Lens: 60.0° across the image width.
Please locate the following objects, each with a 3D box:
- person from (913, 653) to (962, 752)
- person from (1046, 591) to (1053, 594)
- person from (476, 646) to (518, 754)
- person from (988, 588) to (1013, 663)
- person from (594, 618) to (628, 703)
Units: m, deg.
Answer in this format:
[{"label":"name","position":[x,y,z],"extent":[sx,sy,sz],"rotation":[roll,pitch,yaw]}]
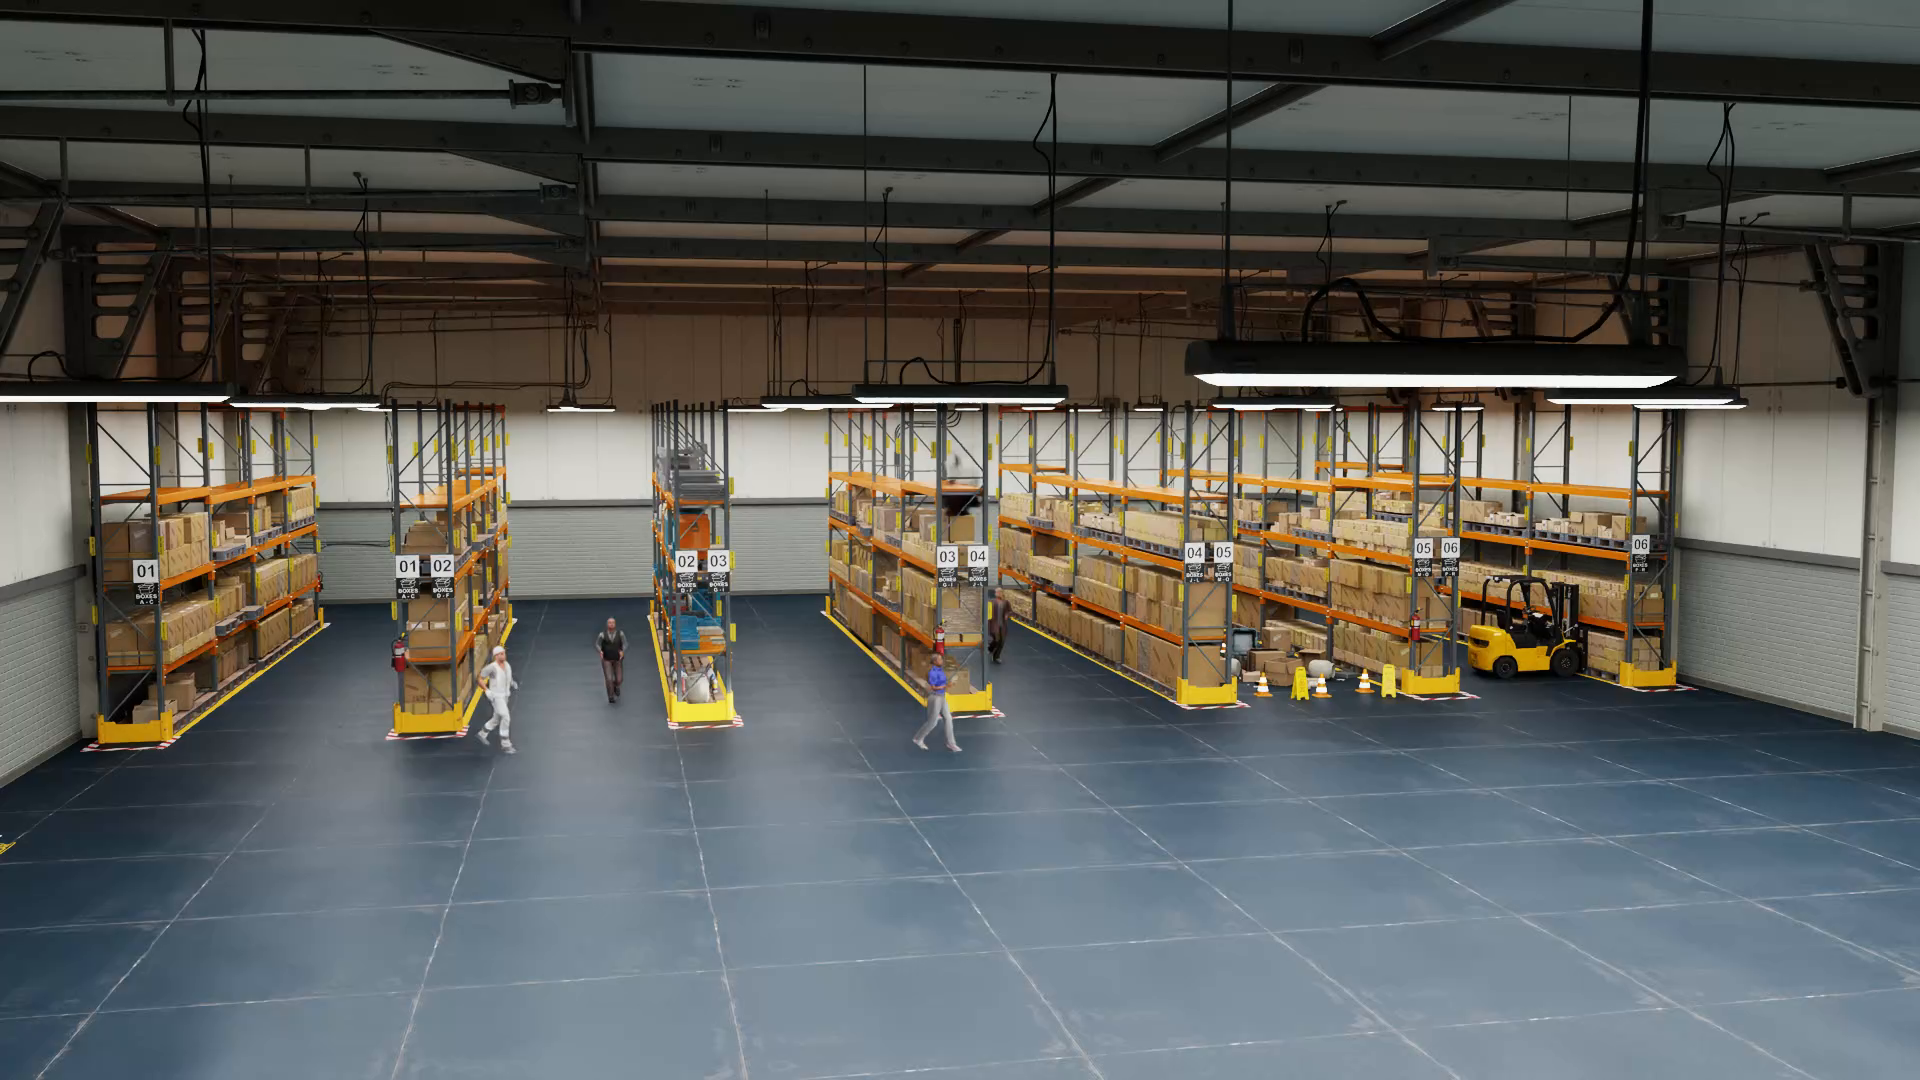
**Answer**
[{"label":"person","position":[-0.385,2.750,28.149],"extent":[0.850,1.679,0.570],"rotation":[2,5,19]},{"label":"person","position":[2.780,1.119,49.841],"extent":[0.735,1.706,0.570],"rotation":[-2,5,-25]},{"label":"person","position":[-7.864,2.697,28.249],"extent":[0.860,1.824,0.648],"rotation":[2,5,21]},{"label":"person","position":[0.894,1.970,38.263],"extent":[0.703,1.736,0.638],"rotation":[-2,5,-21]},{"label":"person","position":[-6.938,2.391,33.114],"extent":[0.659,1.673,0.614],"rotation":[-1,4,-16]}]
